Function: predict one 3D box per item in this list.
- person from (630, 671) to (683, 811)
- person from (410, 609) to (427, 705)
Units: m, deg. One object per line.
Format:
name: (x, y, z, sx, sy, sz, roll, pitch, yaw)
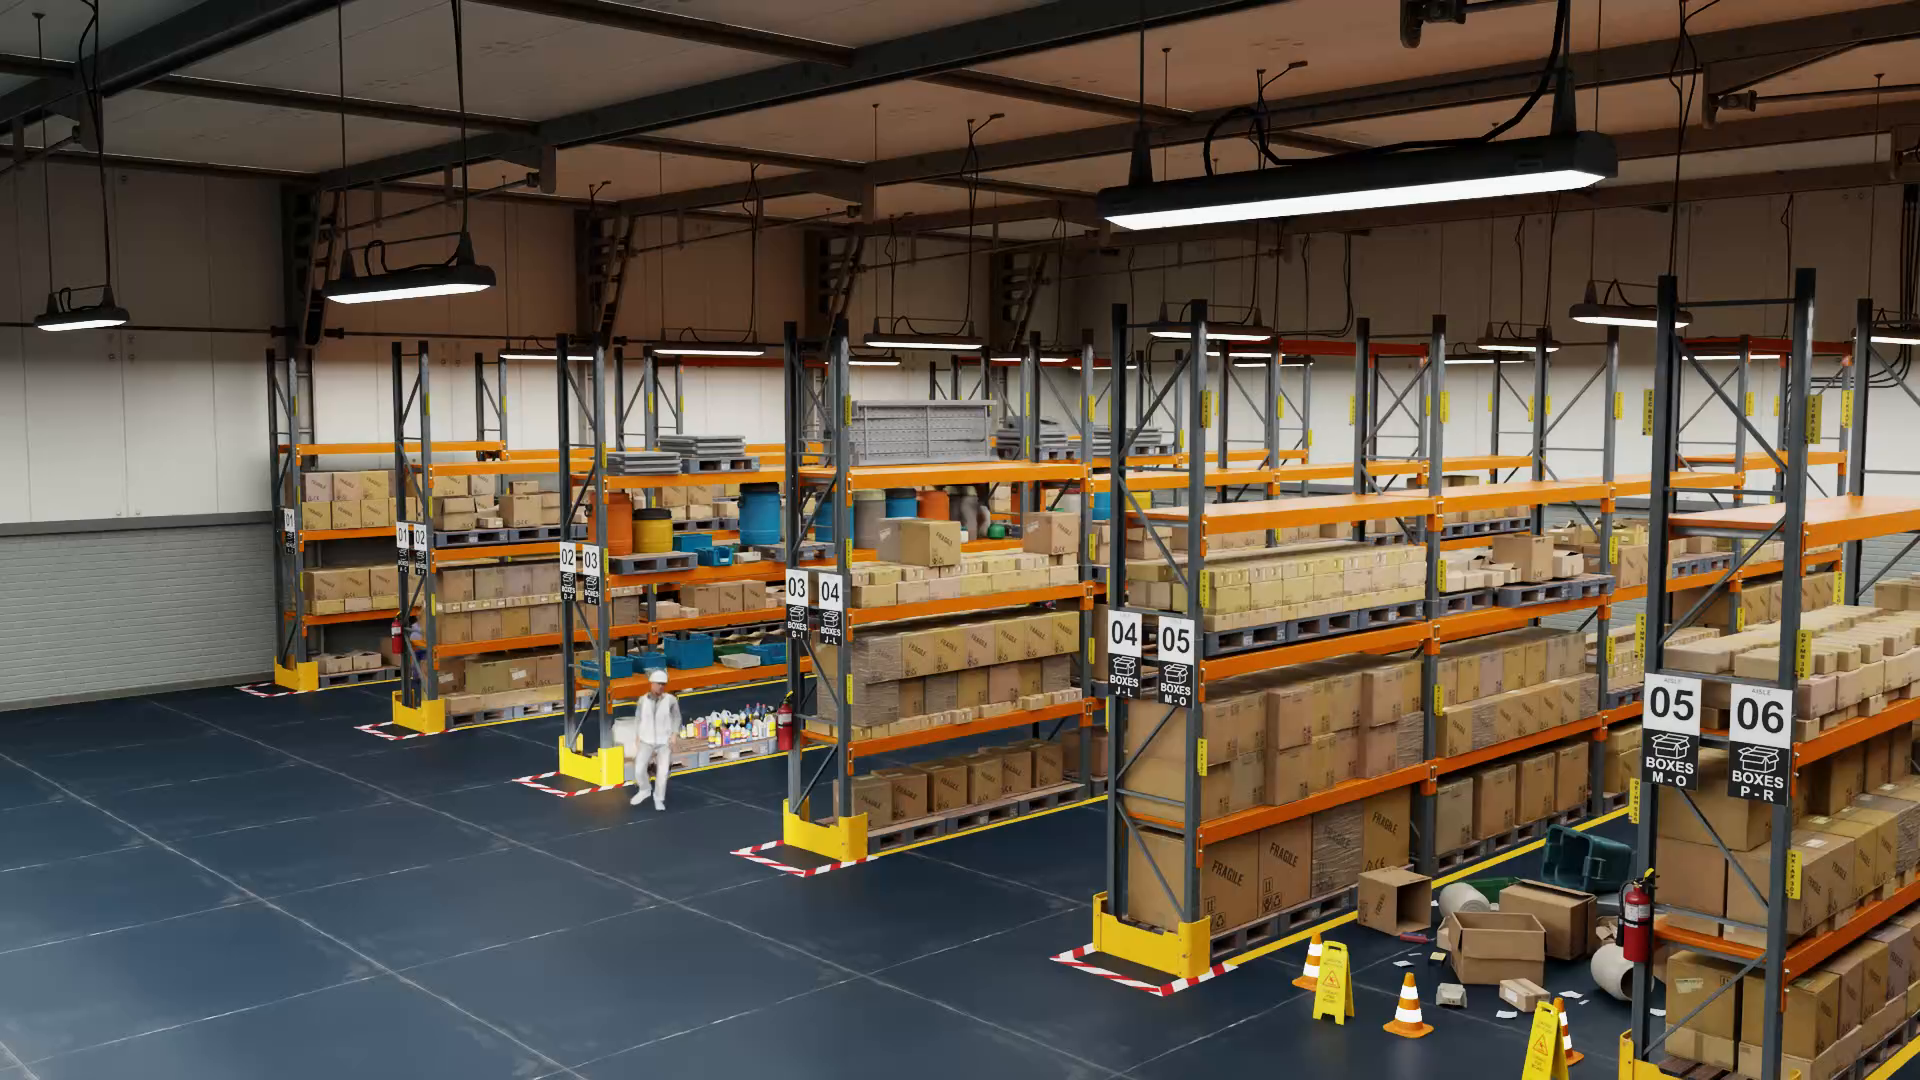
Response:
person: (-3.794, 2.507, 20.672, 0.690, 1.764, 0.653, 0, 5, -3)
person: (-9.029, 1.956, 28.065, 0.599, 1.595, 0.642, 1, 5, 14)
